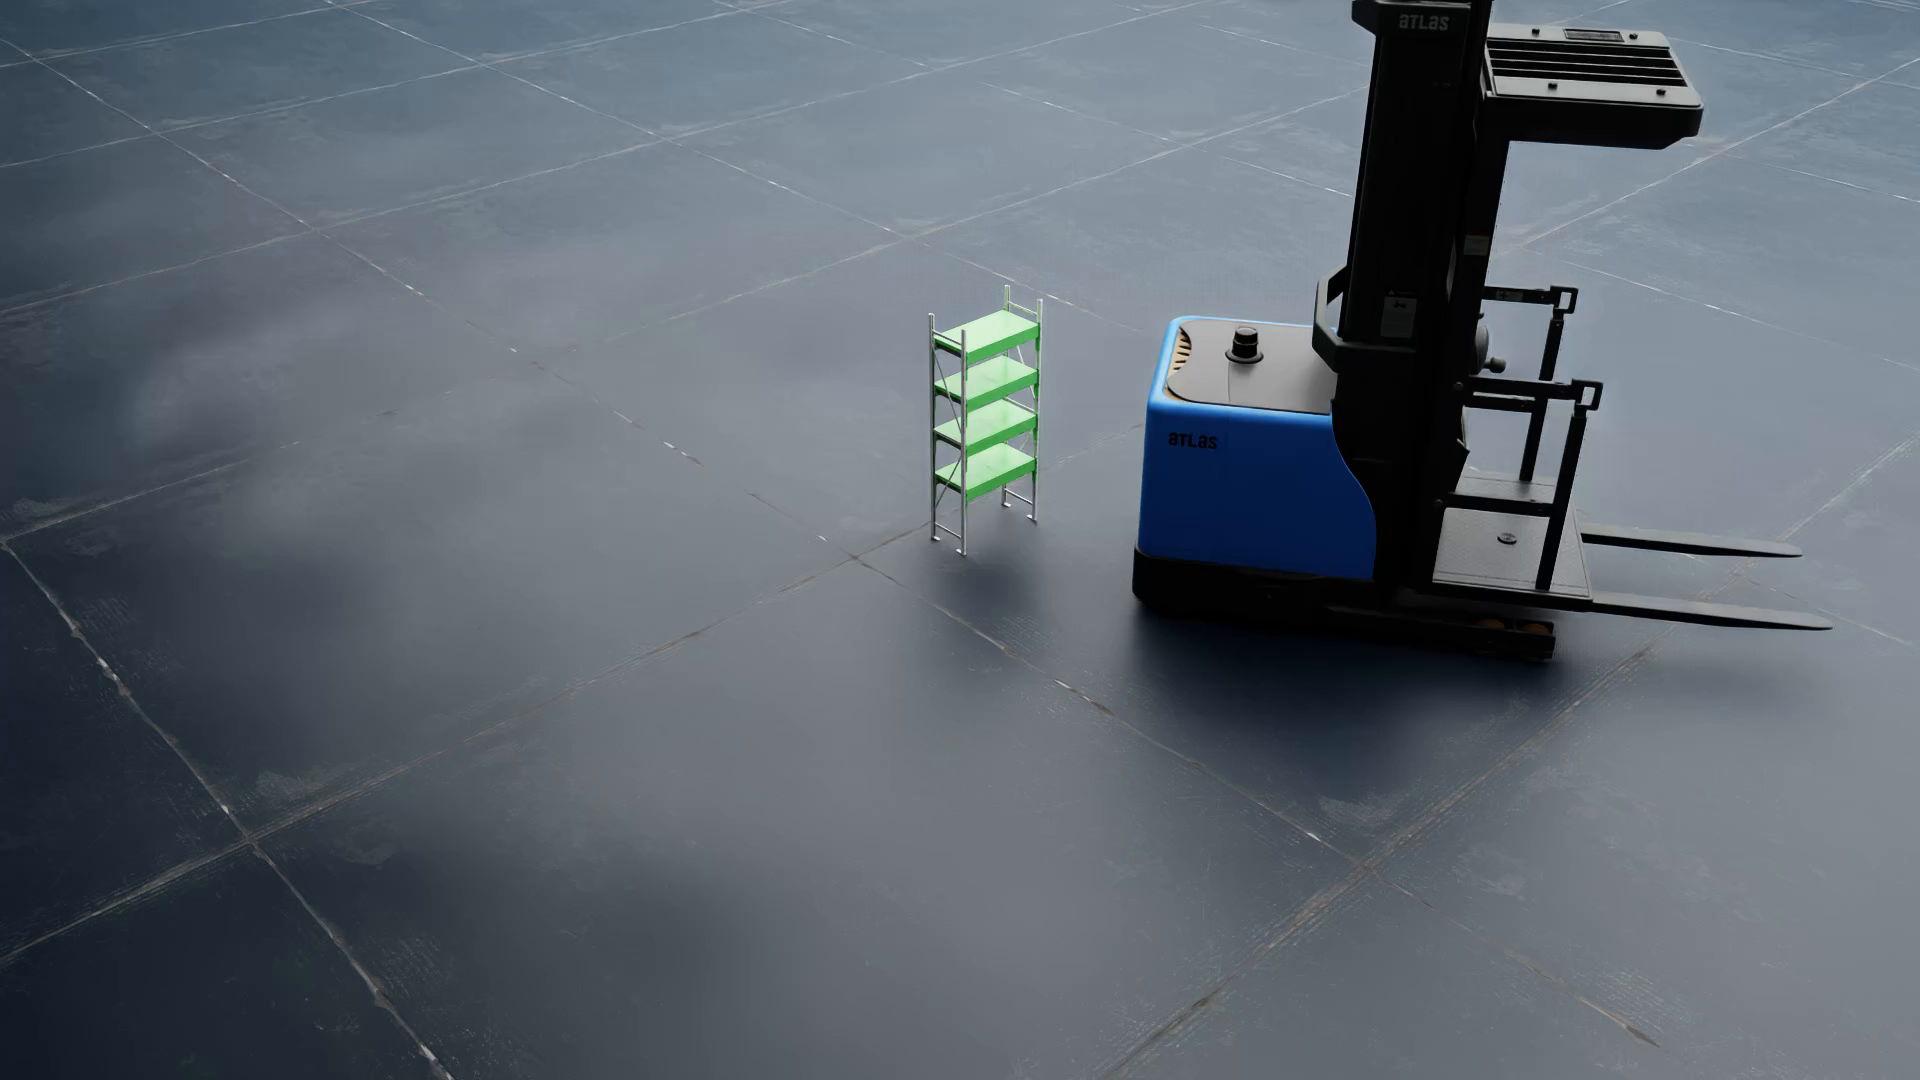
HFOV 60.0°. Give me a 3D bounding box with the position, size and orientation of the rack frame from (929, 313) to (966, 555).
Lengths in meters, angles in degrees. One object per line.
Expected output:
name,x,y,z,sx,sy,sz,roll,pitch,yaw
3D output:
rack frame,-0.058,-0.484,7.891,0.015,1.200,0.240,-26,40,-35

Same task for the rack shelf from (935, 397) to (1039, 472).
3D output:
rack shelf,0.121,-0.516,8.066,0.480,0.148,0.258,-26,40,-35

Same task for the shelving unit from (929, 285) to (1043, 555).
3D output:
shelving unit,0.121,-0.571,8.033,0.503,1.200,0.258,-26,40,-35

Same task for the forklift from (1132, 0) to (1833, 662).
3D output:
forklift,2.371,-1.015,7.100,3.031,2.935,1.130,6,32,10

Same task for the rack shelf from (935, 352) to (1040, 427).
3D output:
rack shelf,0.121,-0.721,7.941,0.480,0.148,0.258,-26,40,-35

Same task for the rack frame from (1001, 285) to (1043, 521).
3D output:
rack frame,0.300,-0.657,8.175,0.015,1.200,0.240,-26,40,-35

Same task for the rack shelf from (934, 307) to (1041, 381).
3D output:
rack shelf,0.121,-0.926,7.816,0.480,0.148,0.258,-26,40,-35

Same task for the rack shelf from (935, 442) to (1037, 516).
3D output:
rack shelf,0.121,-0.311,8.192,0.480,0.148,0.258,-26,40,-35
